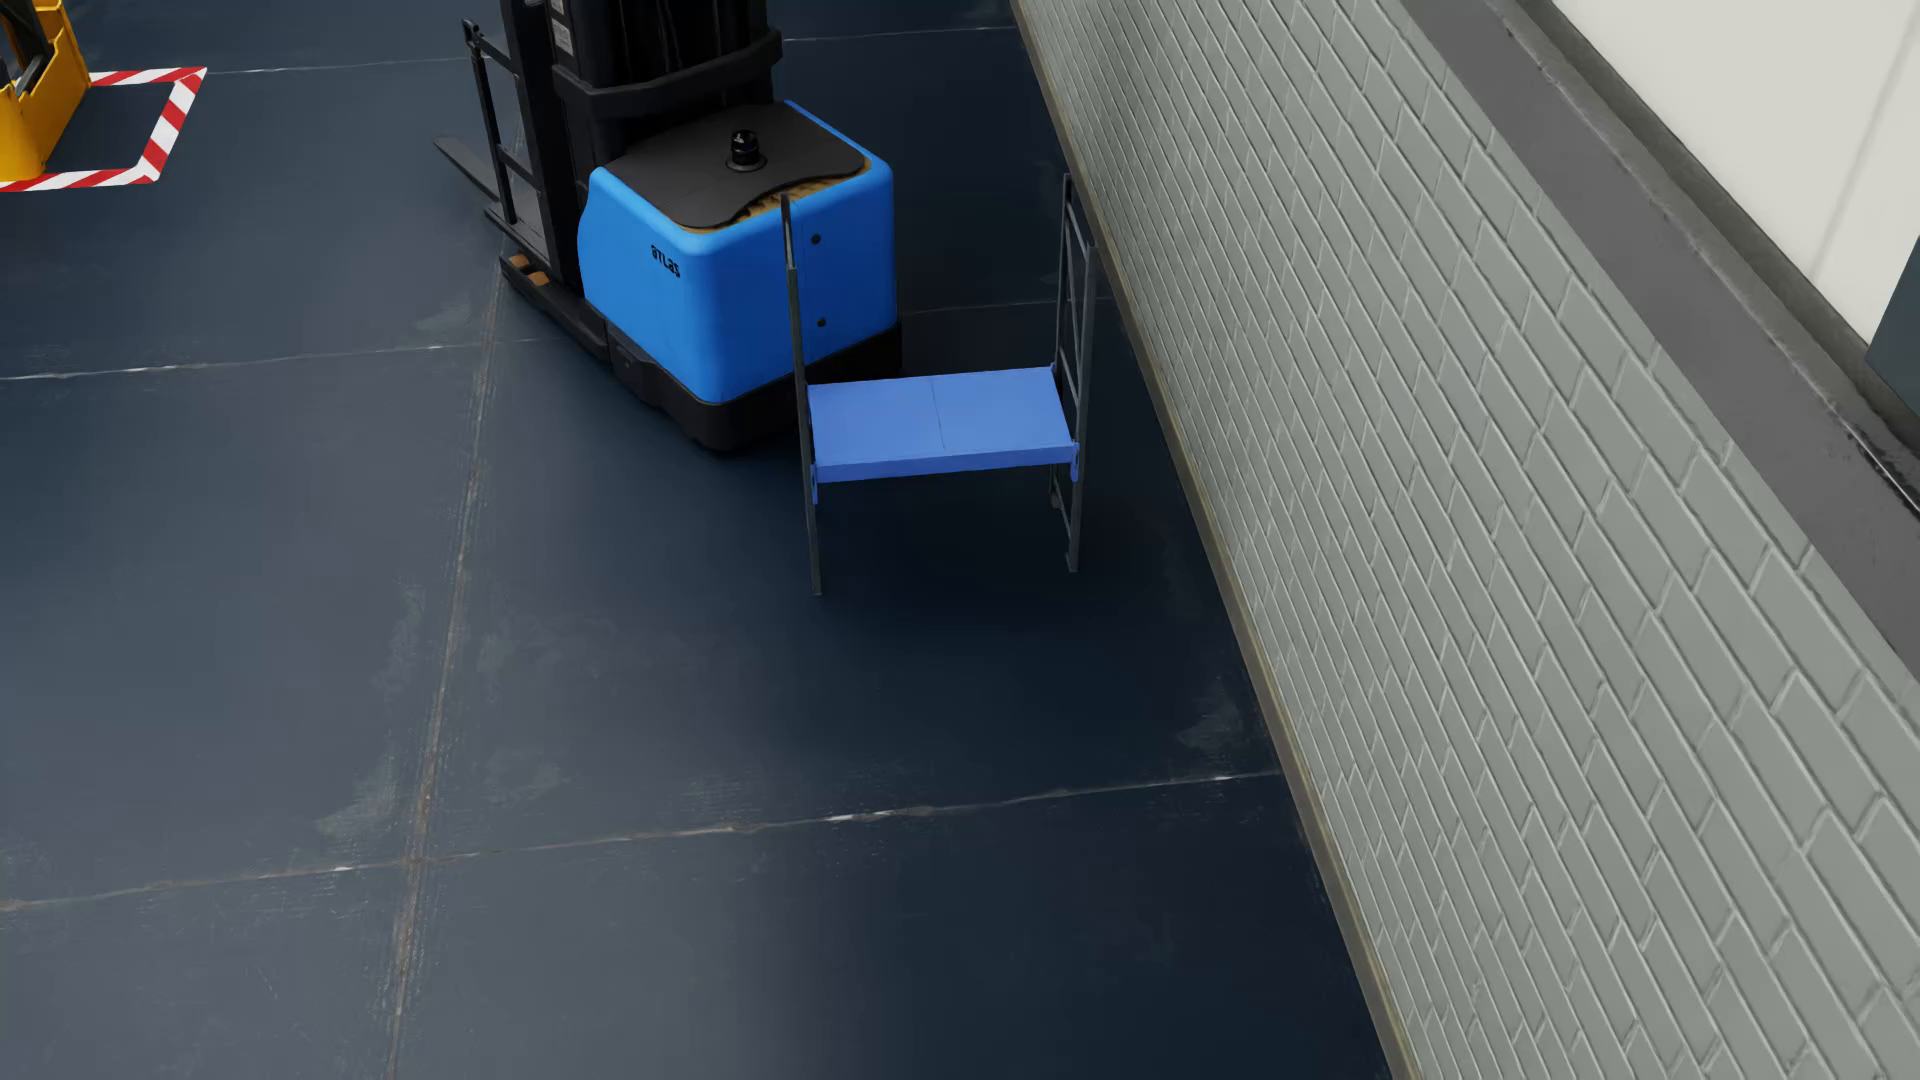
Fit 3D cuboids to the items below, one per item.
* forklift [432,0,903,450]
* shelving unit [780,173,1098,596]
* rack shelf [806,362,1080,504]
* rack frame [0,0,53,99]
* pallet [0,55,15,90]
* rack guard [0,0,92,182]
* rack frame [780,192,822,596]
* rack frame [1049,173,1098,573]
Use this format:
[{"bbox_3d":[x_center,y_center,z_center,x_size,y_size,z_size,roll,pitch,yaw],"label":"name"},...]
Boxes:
[{"bbox_3d":[-1.575,-2.398,7.221,1.130,2.935,3.031,-28,49,-28],"label":"forklift"},{"bbox_3d":[-0.085,-0.549,6.239,1.048,1.500,0.538,-5,42,-6],"label":"shelving unit"},{"bbox_3d":[-0.085,-0.416,6.360,1.000,0.185,0.538,-5,42,-6],"label":"rack shelf"},{"bbox_3d":[-5.187,-3.402,8.282,0.127,3.000,1.000,-5,42,-6],"label":"rack frame"},{"bbox_3d":[-6.009,-2.320,9.165,1.213,0.211,1.003,-5,42,-6],"label":"pallet"},{"bbox_3d":[-5.165,-2.484,9.131,0.348,0.500,1.175,-5,42,-6],"label":"rack guard"},{"bbox_3d":[-0.589,-0.505,6.190,0.032,1.500,0.500,-5,42,-6],"label":"rack frame"},{"bbox_3d":[0.419,-0.594,6.288,0.032,1.500,0.500,-5,42,-6],"label":"rack frame"}]
